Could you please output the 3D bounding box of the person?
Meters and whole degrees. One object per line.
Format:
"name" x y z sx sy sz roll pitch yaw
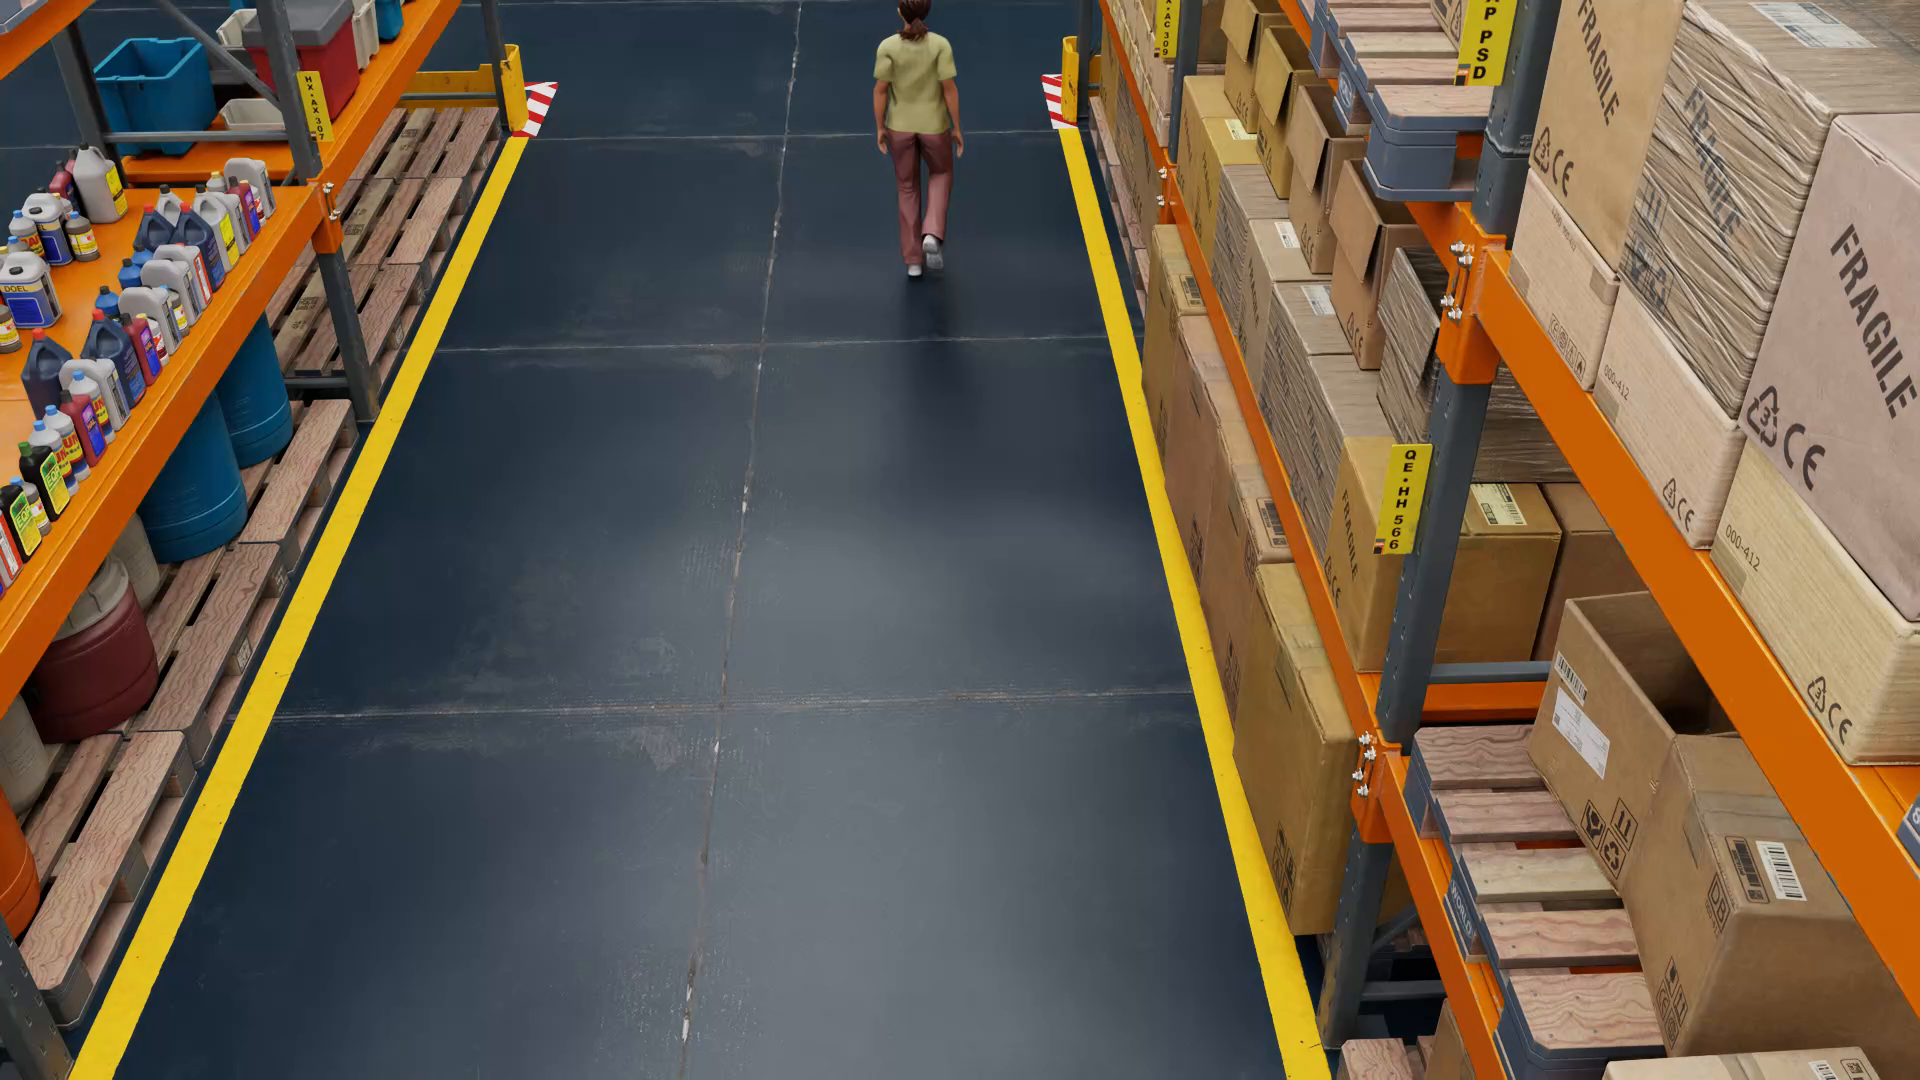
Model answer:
"person" -0.228 -2.293 9.351 0.501 1.647 0.469 0 35 0
